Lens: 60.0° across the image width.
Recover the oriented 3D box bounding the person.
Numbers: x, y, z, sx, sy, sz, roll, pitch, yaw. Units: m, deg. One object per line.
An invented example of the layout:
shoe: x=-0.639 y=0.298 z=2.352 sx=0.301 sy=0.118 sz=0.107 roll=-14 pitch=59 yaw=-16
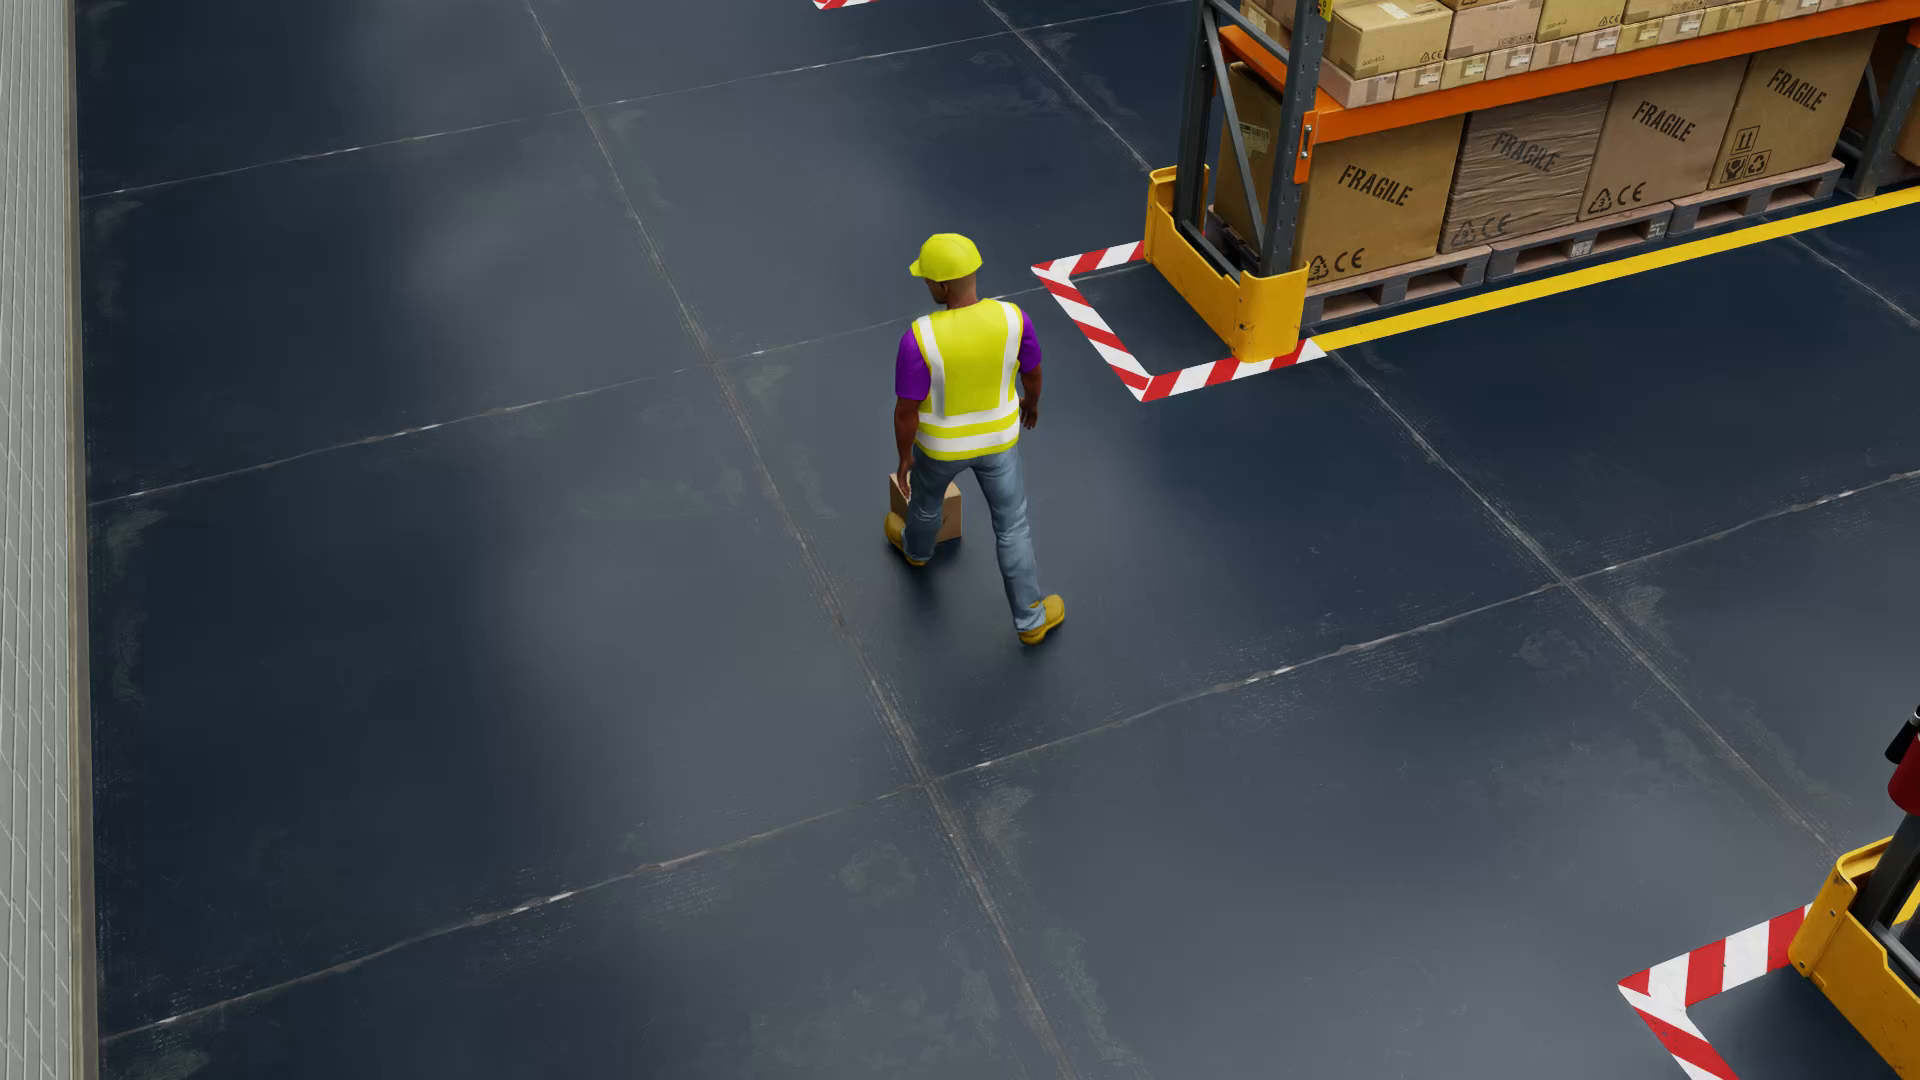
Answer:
person: x=0.055 y=-0.440 z=6.652 sx=0.675 sy=1.742 sz=0.927 roll=-8 pitch=42 yaw=-9
